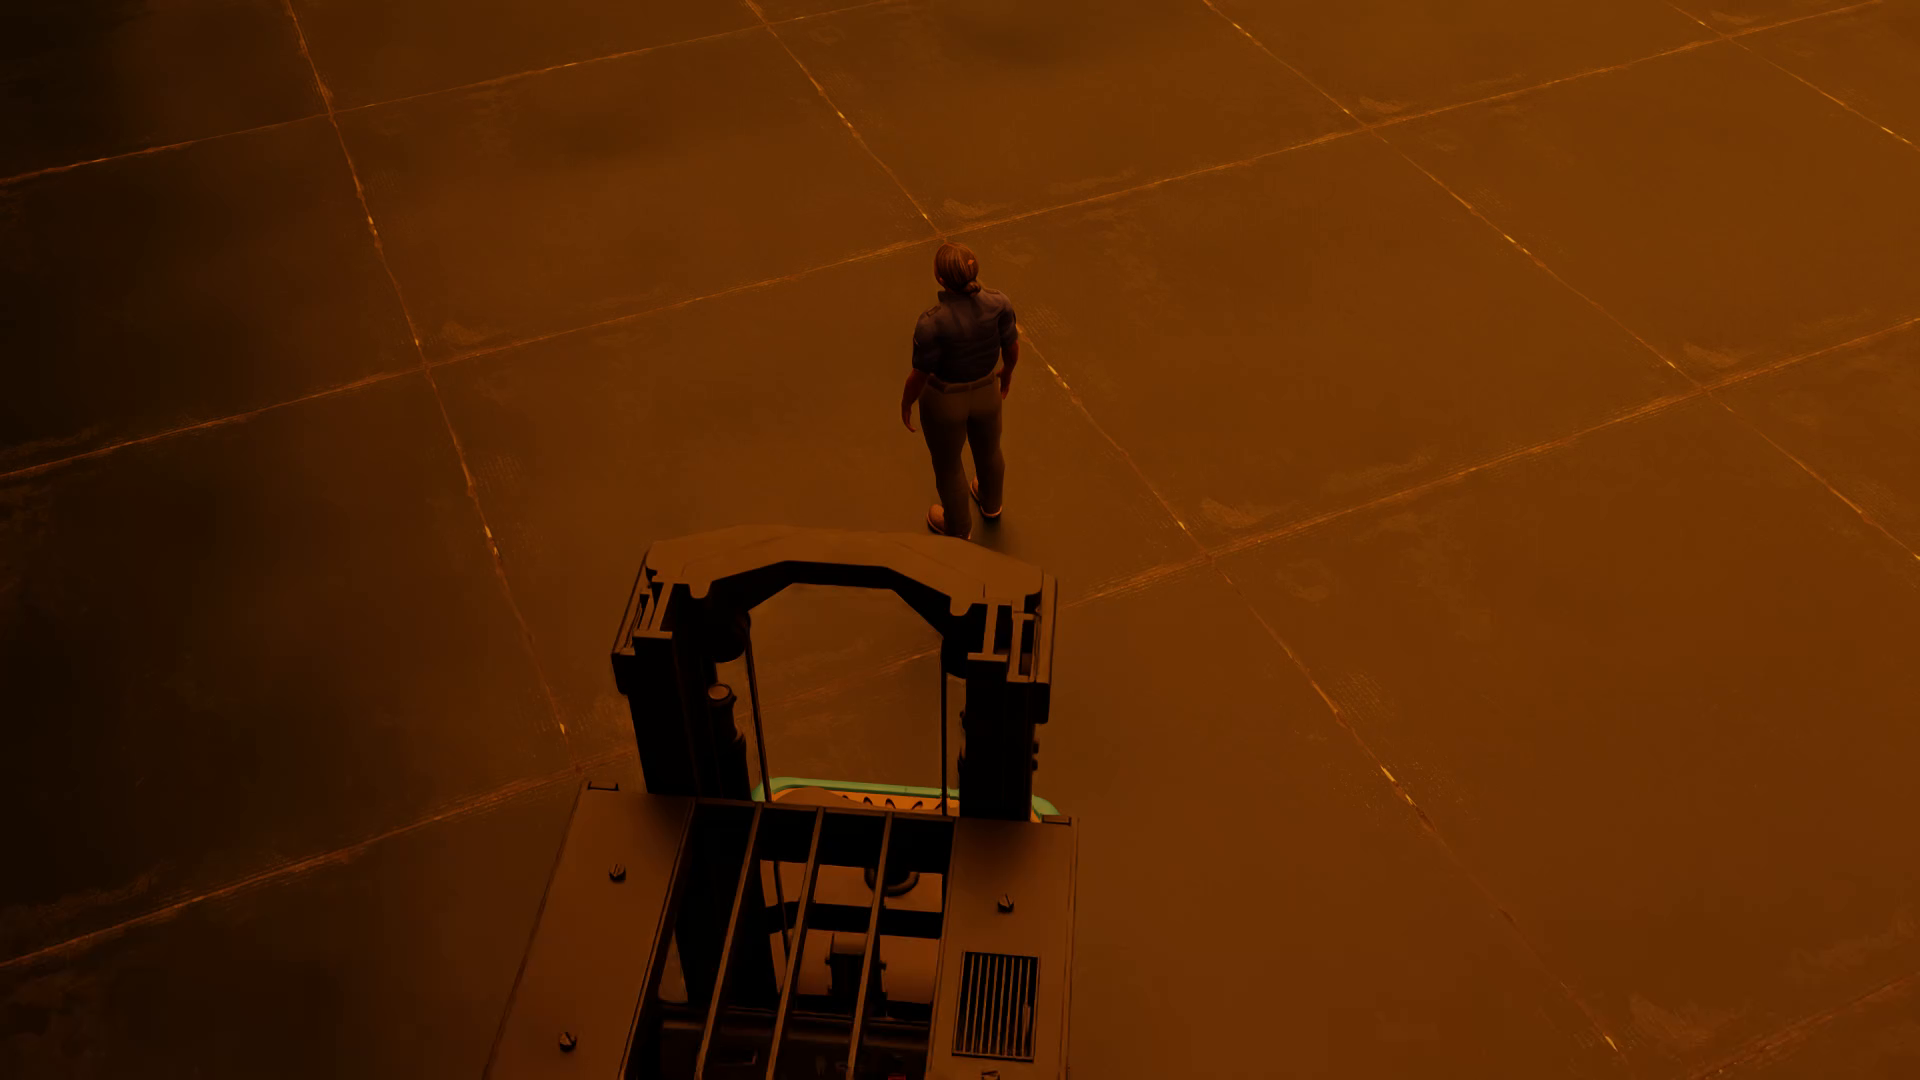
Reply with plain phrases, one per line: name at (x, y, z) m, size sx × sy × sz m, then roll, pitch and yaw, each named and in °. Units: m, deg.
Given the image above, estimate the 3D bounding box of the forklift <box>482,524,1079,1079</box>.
forklift at (-0.313, 1.514, 4.057) m, size 1.130 × 2.935 × 3.031 m, roll 4°, pitch 43°, yaw 4°

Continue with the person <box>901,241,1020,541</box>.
person at (-0.018, -0.670, 7.323) m, size 0.569 × 1.654 × 0.504 m, roll -18°, pitch 46°, yaw -18°
